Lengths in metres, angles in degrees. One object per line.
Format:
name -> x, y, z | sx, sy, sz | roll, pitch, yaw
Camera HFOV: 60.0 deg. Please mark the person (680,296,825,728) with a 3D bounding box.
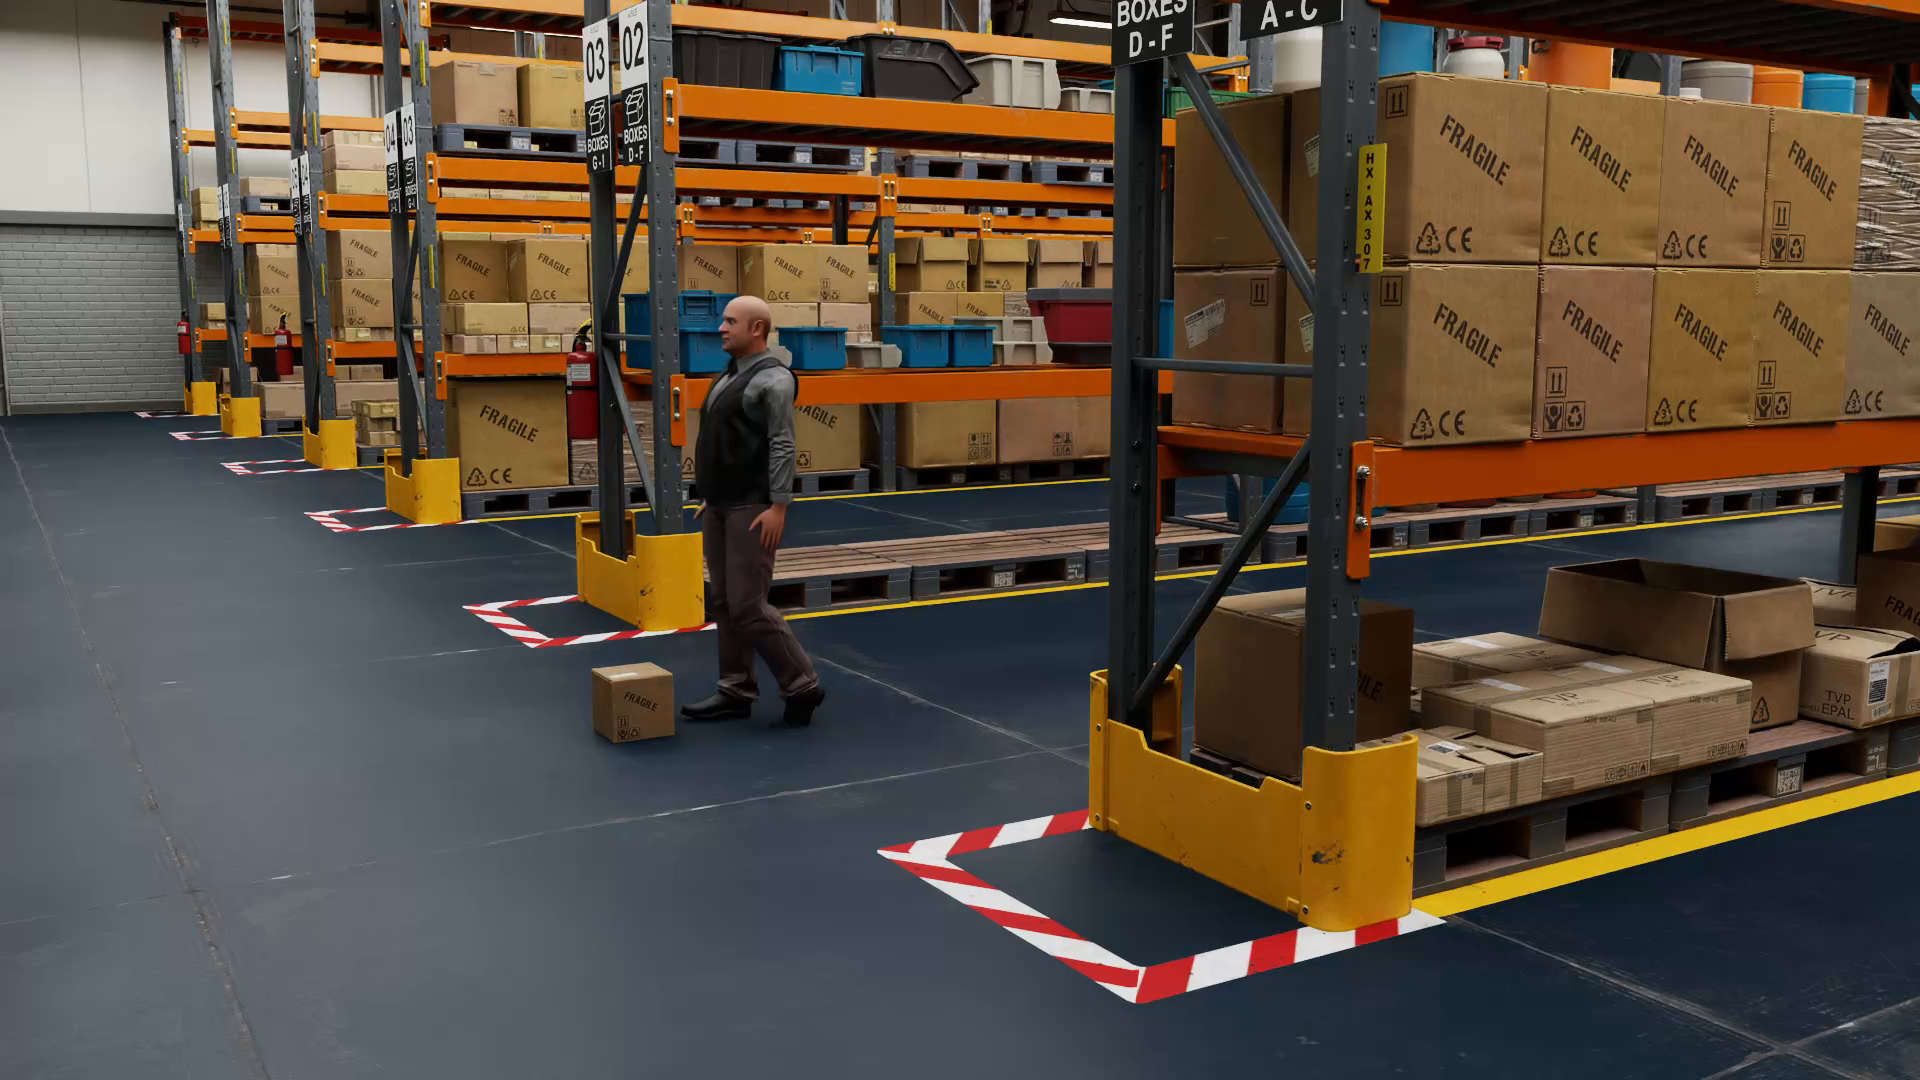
person -> -0.887, -0.101, 6.754 | 0.513, 1.765, 0.570 | -5, 9, -31
